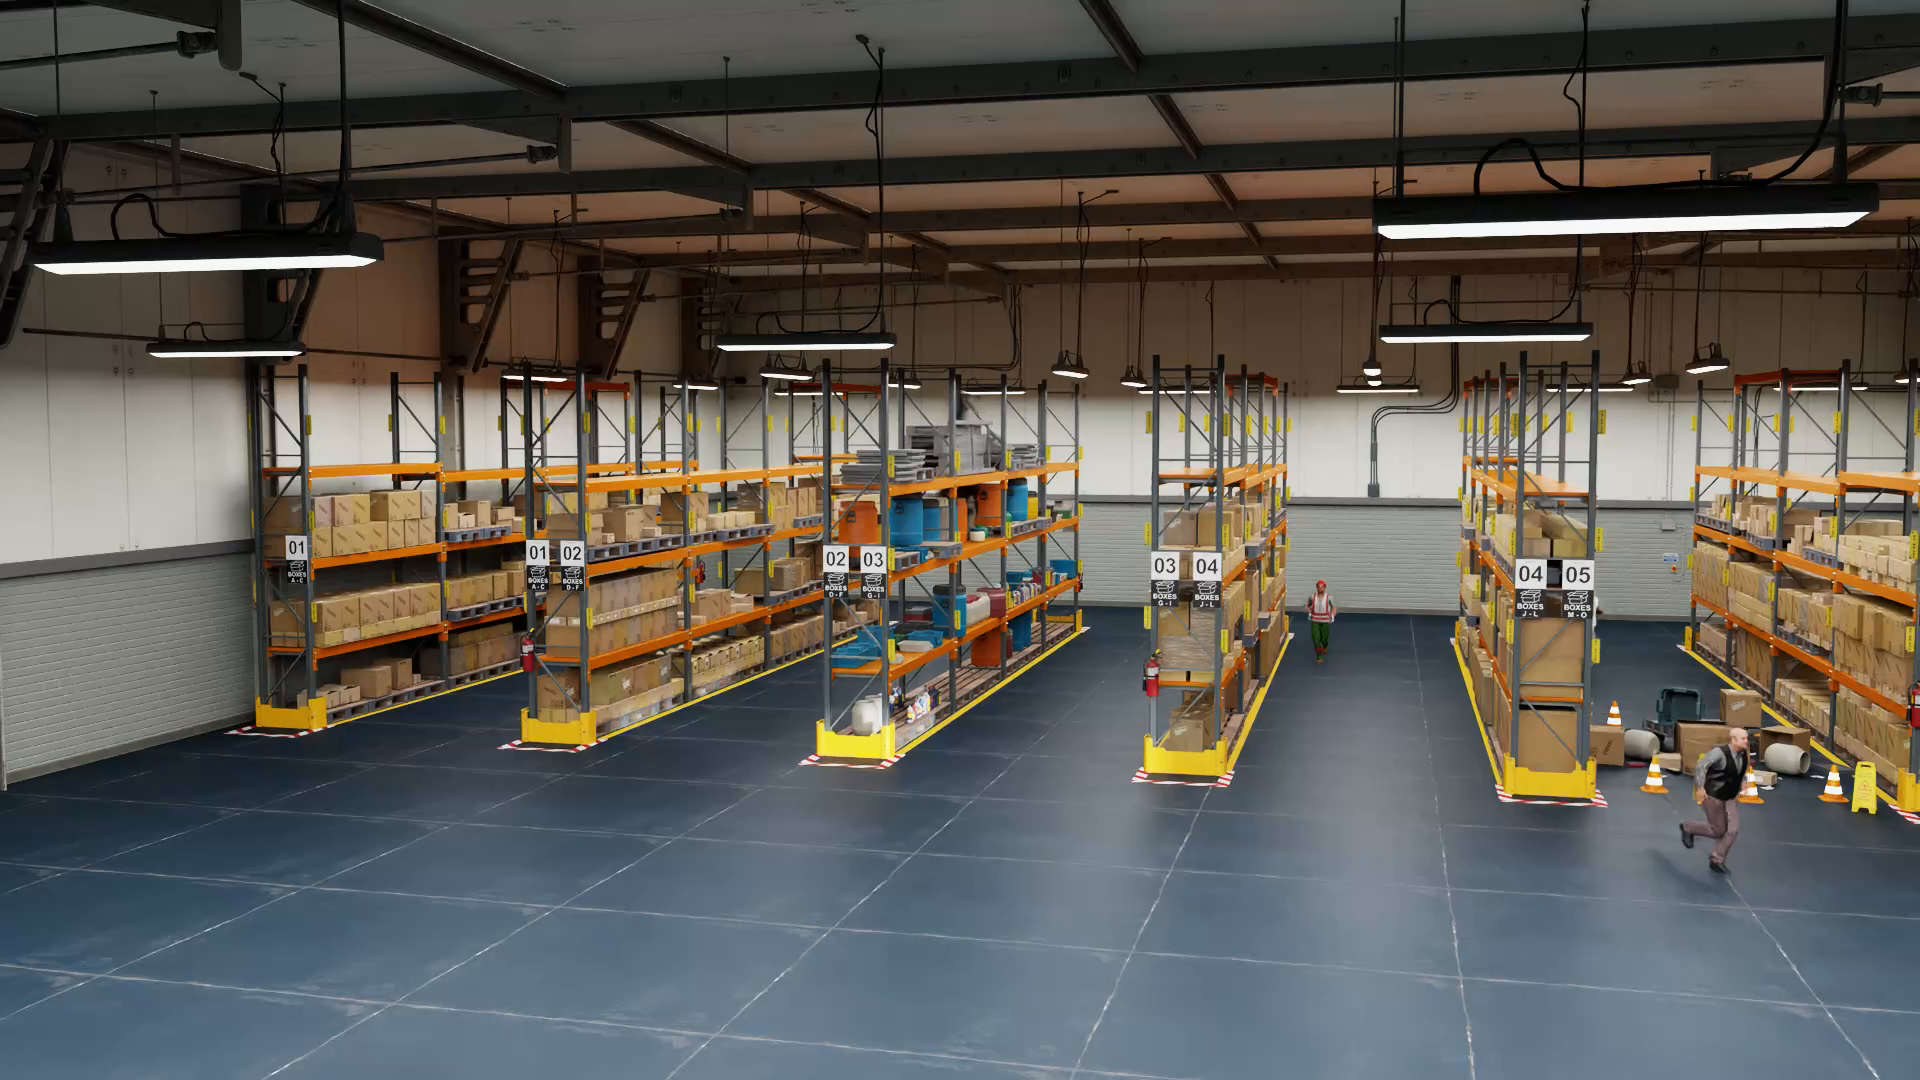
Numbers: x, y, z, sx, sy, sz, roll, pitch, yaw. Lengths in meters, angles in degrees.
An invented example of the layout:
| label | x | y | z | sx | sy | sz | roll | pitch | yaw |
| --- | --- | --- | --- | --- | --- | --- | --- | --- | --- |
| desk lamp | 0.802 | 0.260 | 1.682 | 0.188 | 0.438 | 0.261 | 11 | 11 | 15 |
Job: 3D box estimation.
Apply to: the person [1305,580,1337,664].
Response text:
| label | x | y | z | sx | sy | sz | roll | pitch | yaw |
| --- | --- | --- | --- | --- | --- | --- | --- | --- | --- |
| person | 7.600 | 1.720 | 35.074 | 0.655 | 1.752 | 0.690 | 1 | 4 | 18 |

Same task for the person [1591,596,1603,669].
| label | x | y | z | sx | sy | sz | roll | pitch | yaw |
| --- | --- | --- | --- | --- | --- | --- | --- | --- | --- |
| person | 12.722 | 1.795 | 33.728 | 0.633 | 1.847 | 0.797 | 0 | 4 | 6 |

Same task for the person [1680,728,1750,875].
| label | x | y | z | sx | sy | sz | roll | pitch | yaw |
| --- | --- | --- | --- | --- | --- | --- | --- | --- | --- |
| person | 8.530 | 2.904 | 18.777 | 0.655 | 1.667 | 0.804 | -2 | 5 | -31 |
